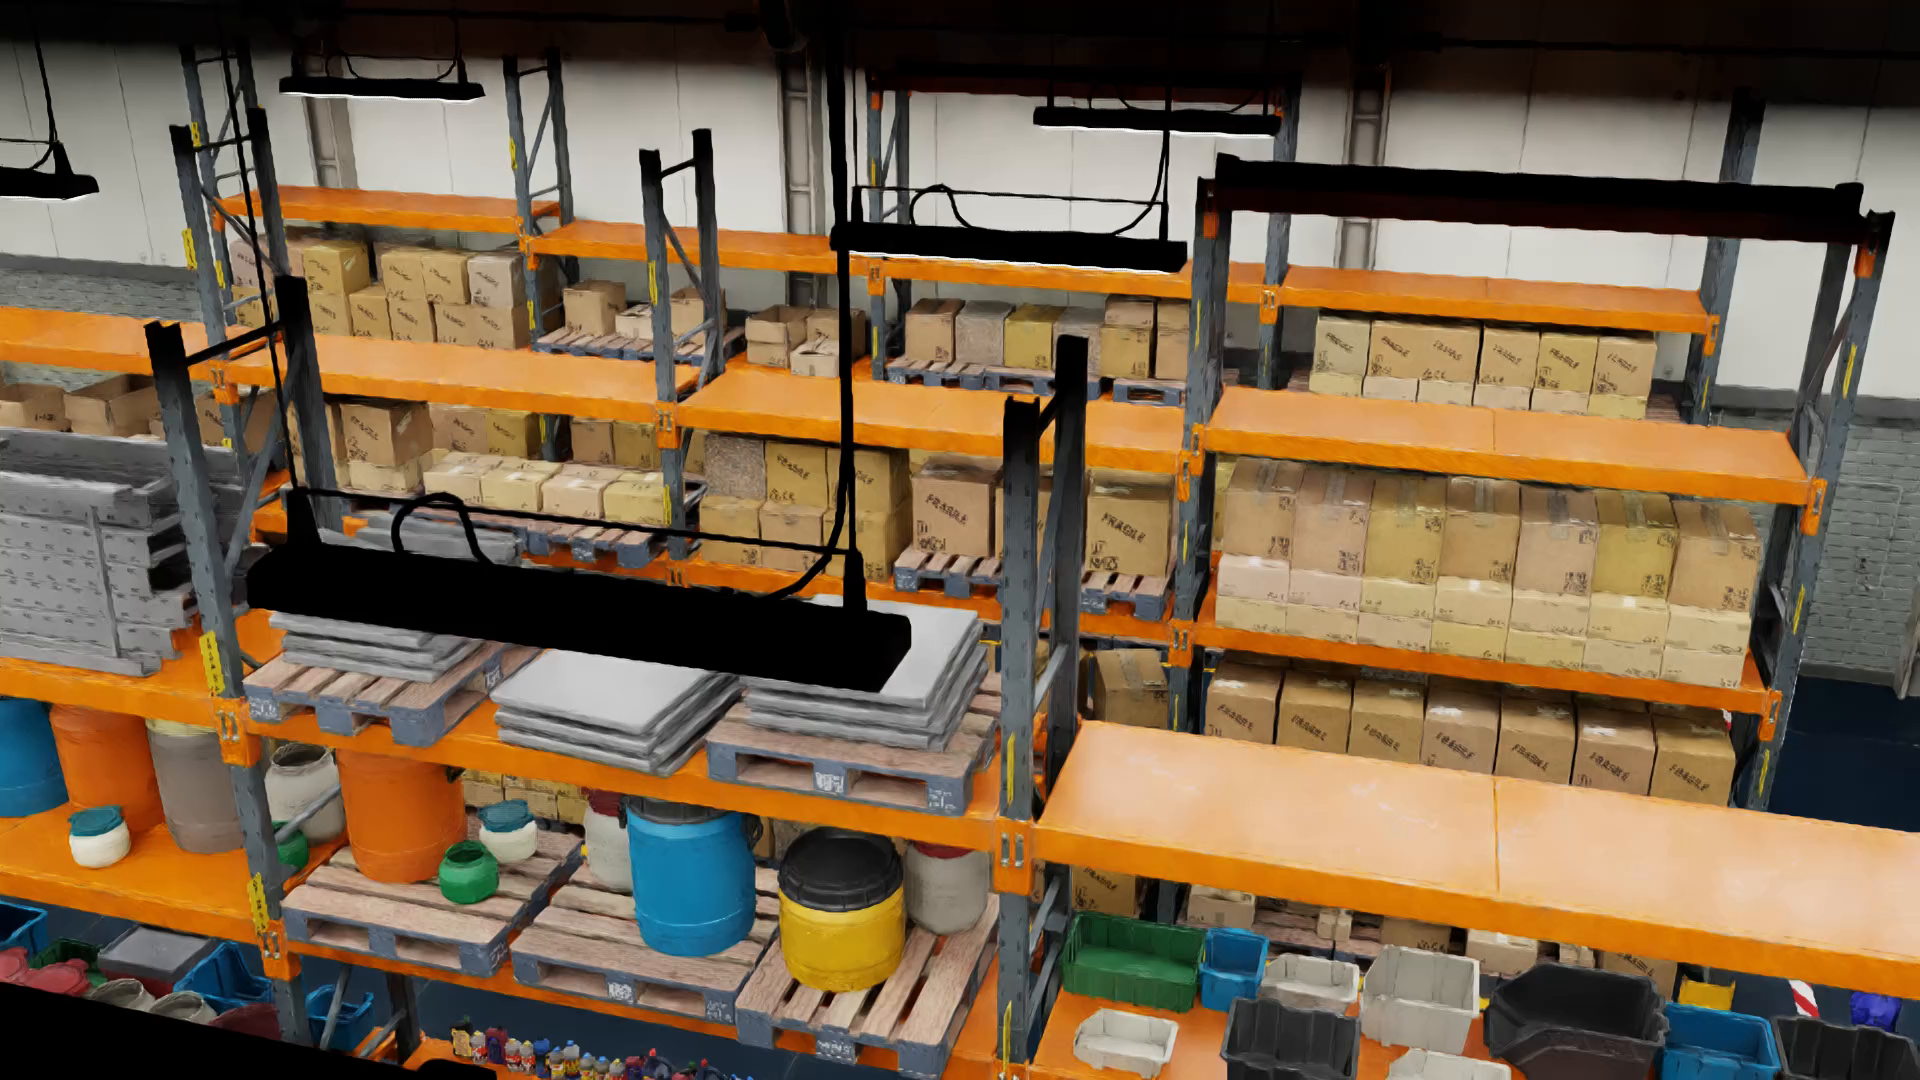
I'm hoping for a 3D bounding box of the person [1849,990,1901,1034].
[{"bbox_3d":[5.832,3.326,10.688,0.985,1.583,0.463,6,23,14],"label":"person"}]
